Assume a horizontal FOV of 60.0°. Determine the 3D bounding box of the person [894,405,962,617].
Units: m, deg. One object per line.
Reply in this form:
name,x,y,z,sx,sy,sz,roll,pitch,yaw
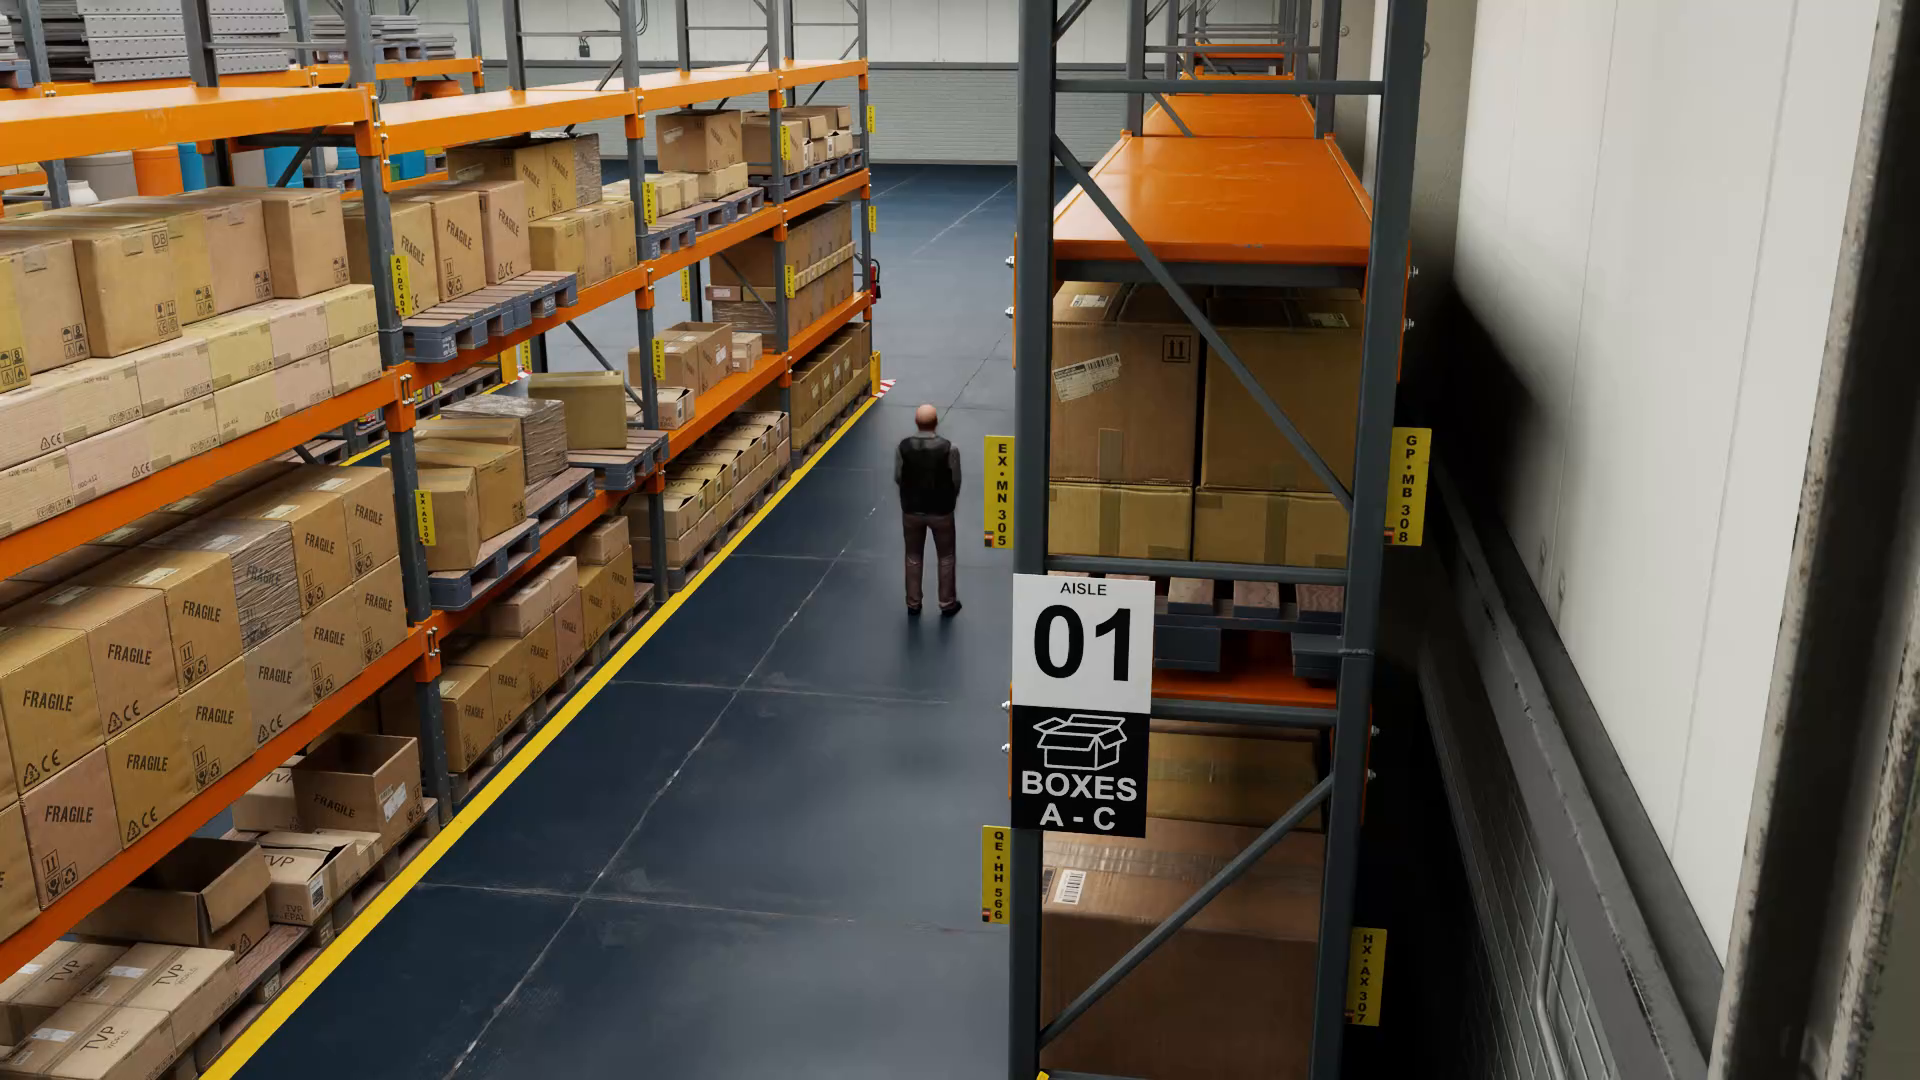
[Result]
person,-0.252,-0.244,13.343,0.544,1.728,0.482,3,18,8
